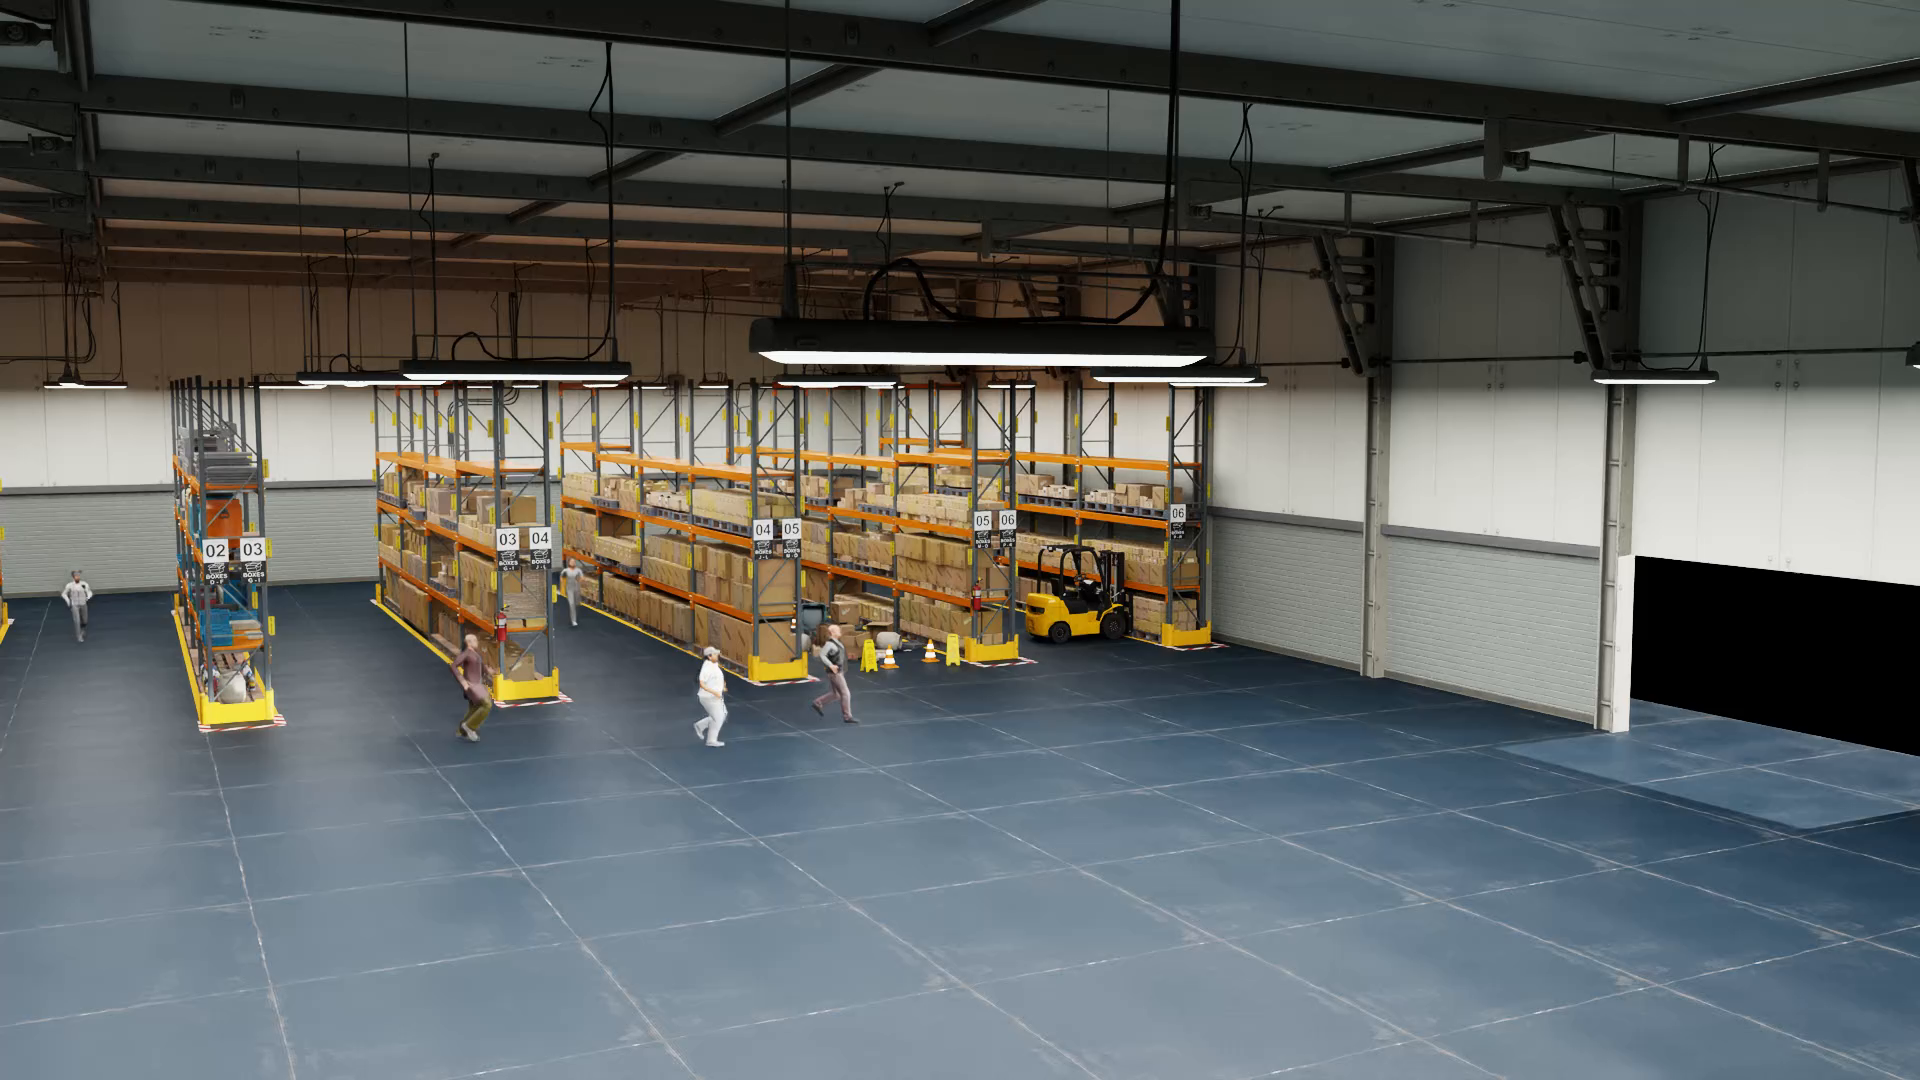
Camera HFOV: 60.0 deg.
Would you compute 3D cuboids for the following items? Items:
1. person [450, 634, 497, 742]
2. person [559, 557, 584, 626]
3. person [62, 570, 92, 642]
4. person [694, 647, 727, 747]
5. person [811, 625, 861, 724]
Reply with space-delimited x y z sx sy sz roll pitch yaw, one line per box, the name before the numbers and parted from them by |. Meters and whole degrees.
person | -7.940 2.420 27.237 0.733 1.766 0.682 0 5 0
person | -9.518 1.240 40.867 0.570 1.646 0.960 -2 6 -24
person | -20.268 1.499 38.206 0.621 1.654 0.698 -4 6 -36
person | -4.053 2.528 26.860 0.537 1.622 0.594 0 5 4
person | -2.156 2.308 28.738 0.930 1.699 0.666 1 5 10
